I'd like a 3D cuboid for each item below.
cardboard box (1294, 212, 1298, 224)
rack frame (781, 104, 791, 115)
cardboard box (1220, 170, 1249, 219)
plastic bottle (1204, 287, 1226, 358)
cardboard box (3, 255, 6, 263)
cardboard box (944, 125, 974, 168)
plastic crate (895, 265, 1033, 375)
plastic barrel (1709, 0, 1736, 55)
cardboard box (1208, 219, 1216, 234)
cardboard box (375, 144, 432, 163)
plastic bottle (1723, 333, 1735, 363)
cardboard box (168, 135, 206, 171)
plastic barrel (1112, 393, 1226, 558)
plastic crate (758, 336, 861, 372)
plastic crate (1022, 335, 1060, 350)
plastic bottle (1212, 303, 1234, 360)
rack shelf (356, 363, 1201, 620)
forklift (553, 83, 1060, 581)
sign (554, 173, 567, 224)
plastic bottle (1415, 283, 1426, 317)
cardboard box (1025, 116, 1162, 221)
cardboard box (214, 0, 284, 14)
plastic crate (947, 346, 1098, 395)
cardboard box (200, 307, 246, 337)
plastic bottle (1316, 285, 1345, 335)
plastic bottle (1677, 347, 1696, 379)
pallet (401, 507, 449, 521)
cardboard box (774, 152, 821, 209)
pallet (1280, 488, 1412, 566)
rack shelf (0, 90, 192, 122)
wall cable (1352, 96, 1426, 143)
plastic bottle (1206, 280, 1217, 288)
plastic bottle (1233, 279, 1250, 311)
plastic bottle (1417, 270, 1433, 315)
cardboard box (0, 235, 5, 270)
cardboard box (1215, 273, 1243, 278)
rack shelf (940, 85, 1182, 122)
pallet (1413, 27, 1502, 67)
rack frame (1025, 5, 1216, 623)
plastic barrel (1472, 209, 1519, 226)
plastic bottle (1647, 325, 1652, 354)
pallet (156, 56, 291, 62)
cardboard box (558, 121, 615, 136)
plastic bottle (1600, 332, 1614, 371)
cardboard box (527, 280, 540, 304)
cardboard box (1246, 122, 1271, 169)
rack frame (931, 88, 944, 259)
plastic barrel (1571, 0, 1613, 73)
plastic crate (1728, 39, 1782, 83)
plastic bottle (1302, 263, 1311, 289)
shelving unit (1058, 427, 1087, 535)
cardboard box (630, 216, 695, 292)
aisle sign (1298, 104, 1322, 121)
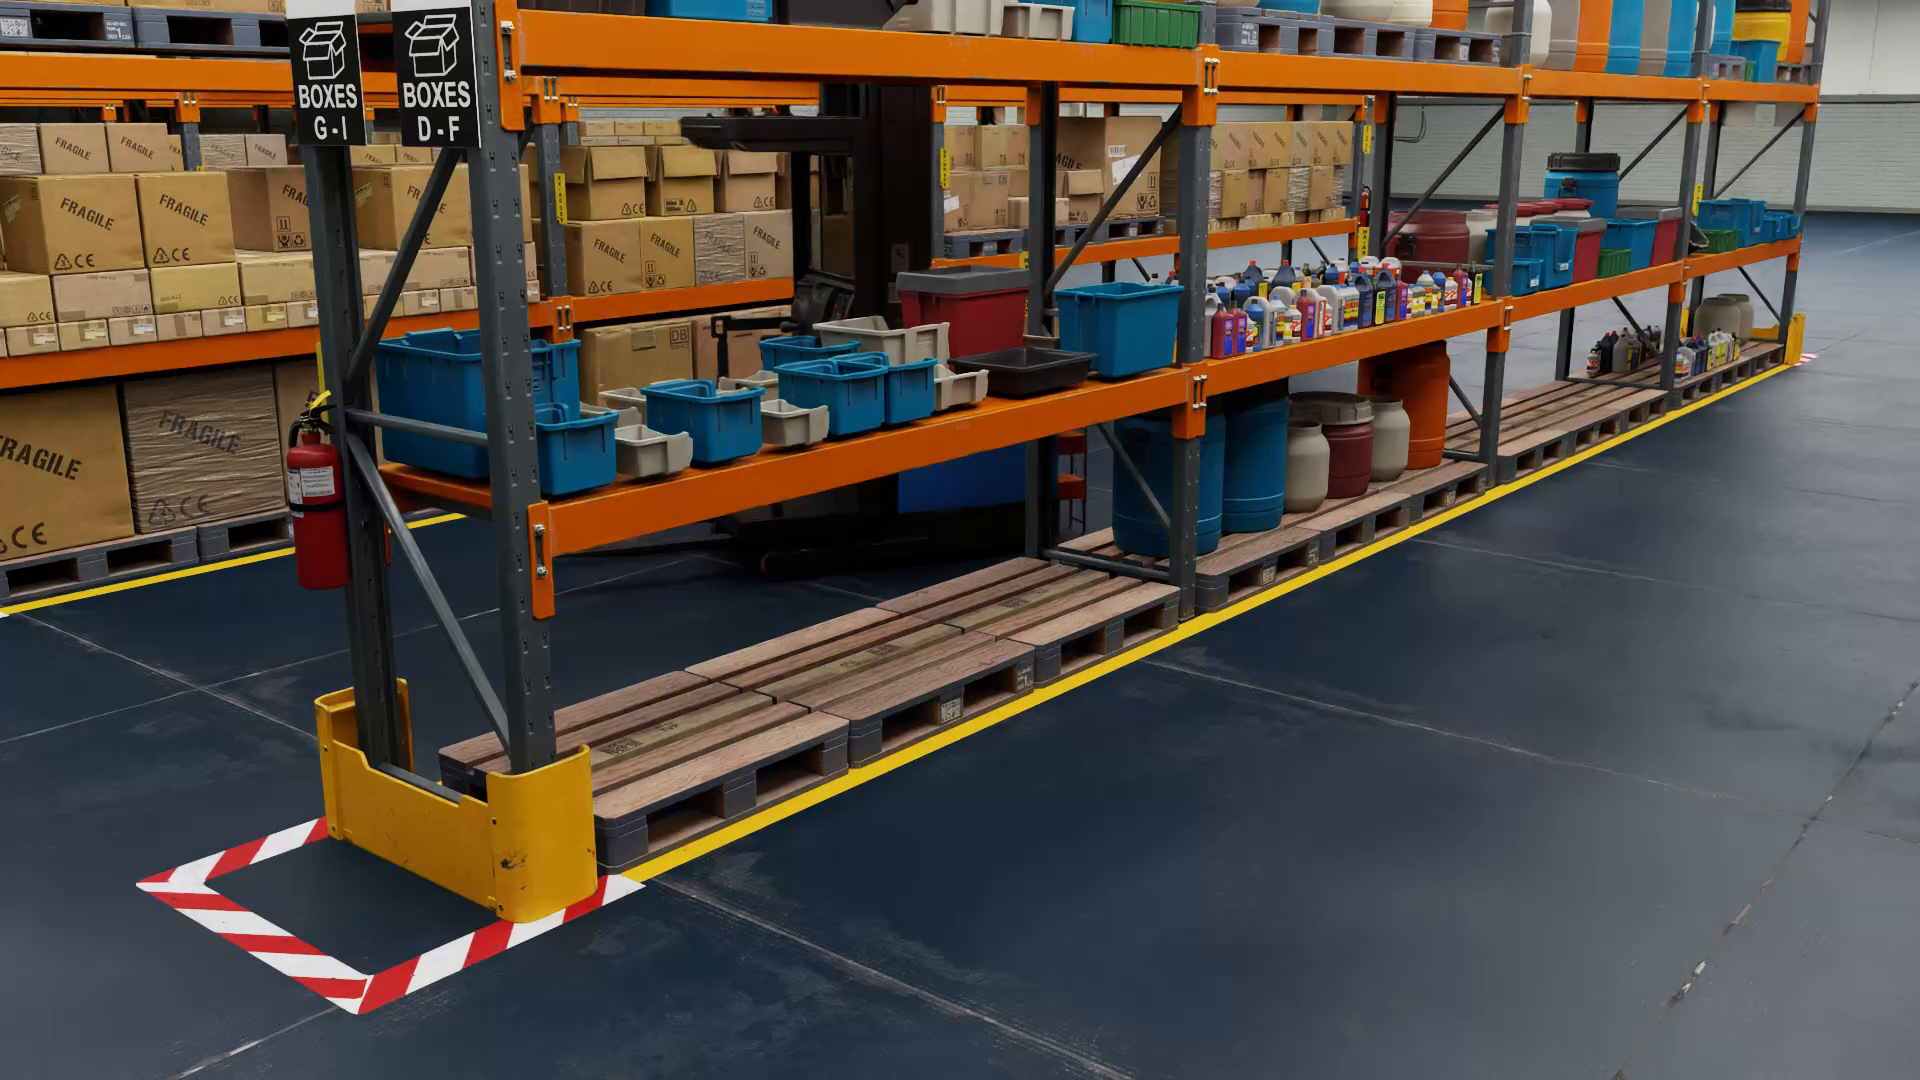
[{"bbox_3d":[3.676,-3.733,19.237,0.380,0.149,0.250,11,18,38],"label":"cardboard box"},{"bbox_3d":[-1.840,-4.205,20.582,1.000,3.000,0.127,11,18,38],"label":"rack frame"},{"bbox_3d":[2.626,-3.777,18.092,0.875,0.500,0.500,11,18,38],"label":"cardboard box"},{"bbox_3d":[1.277,-1.120,8.540,0.144,0.351,0.185,11,18,38],"label":"plastic bottle"},{"bbox_3d":[-7.688,-2.209,13.236,0.380,0.149,0.250,11,18,37],"label":"cardboard box"},{"bbox_3d":[-0.321,-5.296,22.379,0.875,0.550,0.550,11,18,38],"label":"cardboard box"},{"bbox_3d":[0.022,-1.047,7.900,0.402,0.464,0.583,11,18,38],"label":"plastic crate"},{"bbox_3d":[6.515,-4.726,14.669,0.600,0.901,0.708,11,18,38],"label":"plastic barrel"},{"bbox_3d":[2.490,-3.336,17.674,0.380,0.149,0.250,11,18,38],"label":"cardboard box"},{"bbox_3d":[-7.155,-4.835,21.404,0.500,0.500,0.500,12,18,38],"label":"cardboard box"},{"bbox_3d":[7.327,-1.847,15.939,0.152,0.276,0.135,11,18,38],"label":"plastic bottle"},{"bbox_3d":[-9.023,-4.385,19.059,0.500,0.500,0.500,11,18,38],"label":"cardboard box"},{"bbox_3d":[1.133,-0.407,9.042,0.600,0.901,0.708,11,18,38],"label":"plastic barrel"},{"bbox_3d":[-0.644,-0.734,7.138,0.416,0.233,0.300,11,18,38],"label":"plastic crate"},{"bbox_3d":[0.375,-0.953,8.197,0.396,0.136,0.243,11,18,38],"label":"plastic crate"},{"bbox_3d":[1.341,-1.067,8.467,0.061,0.283,0.133,11,18,38],"label":"plastic bottle"},{"bbox_3d":[-0.479,-0.387,7.017,1.077,0.370,4.000,11,18,38],"label":"rack shelf"},{"bbox_3d":[-0.967,-1.340,9.447,3.031,2.935,1.130,-6,15,-23],"label":"forklift"},{"bbox_3d":[-2.642,-2.258,11.000,0.100,0.325,0.005,11,18,38],"label":"sign"},{"bbox_3d":[2.832,-1.489,10.294,0.097,0.201,0.097,0,14,0],"label":"plastic bottle"},{"bbox_3d":[1.346,-3.781,16.845,1.000,1.000,1.000,11,18,38],"label":"cardboard box"},{"bbox_3d":[-4.300,-3.300,9.671,0.700,0.500,0.500,12,19,40],"label":"cardboard box"},{"bbox_3d":[0.284,-0.759,7.455,0.437,0.125,0.590,11,18,38],"label":"plastic crate"},{"bbox_3d":[-4.302,-1.261,9.506,0.380,0.149,0.250,11,18,37],"label":"cardboard box"},{"bbox_3d":[2.093,-1.310,9.441,0.152,0.276,0.135,11,18,38],"label":"plastic bottle"},{"bbox_3d":[6.529,-1.604,14.982,0.152,0.276,0.135,12,19,40],"label":"plastic bottle"},{"bbox_3d":[-3.613,-0.401,11.271,1.003,0.211,1.213,11,18,38],"label":"pallet"},{"bbox_3d":[-1.444,-2.924,13.302,0.797,0.503,0.637,12,18,39],"label":"cardboard box"},{"bbox_3d":[2.062,-0.144,10.259,1.003,0.211,1.213,11,18,38],"label":"pallet"},{"bbox_3d":[-8.126,-3.395,12.762,1.077,0.370,4.000,11,18,38],"label":"rack shelf"},{"bbox_3d":[13.493,-13.998,53.256,3.097,2.526,0.112,11,18,38],"label":"wall cable"},{"bbox_3d":[1.406,-1.377,9.702,0.152,0.276,0.135,11,18,38],"label":"plastic bottle"},{"bbox_3d":[1.660,-1.403,9.816,0.097,0.271,0.097,0,14,0],"label":"plastic bottle"},{"bbox_3d":[2.893,-1.541,10.359,0.097,0.271,0.097,0,14,0],"label":"plastic bottle"},{"bbox_3d":[-5.486,-1.688,8.855,0.500,0.500,0.500,12,18,38],"label":"cardboard box"},{"bbox_3d":[3.305,-2.822,19.363,0.500,0.500,0.500,14,20,43],"label":"cardboard box"},{"bbox_3d":[0.697,-4.140,15.695,1.077,0.370,4.000,11,18,38],"label":"rack shelf"},{"bbox_3d":[2.735,-3.116,10.588,1.003,0.211,1.213,11,18,38],"label":"pallet"},{"bbox_3d":[0.778,-1.119,8.436,1.000,3.000,0.127,11,18,38],"label":"rack frame"},{"bbox_3d":[4.037,-2.250,12.661,0.421,0.512,0.421,0,14,0],"label":"plastic barrel"},{"bbox_3d":[6.782,-1.974,16.426,0.061,0.283,0.133,12,18,38],"label":"plastic bottle"},{"bbox_3d":[-6.398,-4.137,14.605,1.213,0.211,1.003,11,18,38],"label":"pallet"},{"bbox_3d":[-5.309,-5.679,23.548,0.700,0.500,0.500,11,18,37],"label":"cardboard box"},{"bbox_3d":[5.987,-1.748,15.400,0.144,0.351,0.185,11,18,36],"label":"plastic bottle"},{"bbox_3d":[-3.011,-1.655,11.055,0.380,0.149,0.250,11,18,38],"label":"cardboard box"},{"bbox_3d":[3.062,-4.333,18.251,0.500,0.500,0.500,11,18,38],"label":"cardboard box"},{"bbox_3d":[-0.560,-2.652,14.469,1.000,3.000,0.127,11,18,38],"label":"rack frame"},{"bbox_3d":[4.388,-3.796,12.009,0.600,0.830,0.708,11,18,38],"label":"plastic barrel"},{"bbox_3d":[7.356,-4.451,15.494,0.392,0.384,0.575,11,18,38],"label":"plastic crate"},{"bbox_3d":[2.213,-1.644,10.740,0.061,0.283,0.133,11,18,38],"label":"plastic bottle"},{"bbox_3d":[0.617,-0.549,10.153,0.252,1.050,0.215,-6,15,-23],"label":"shelving unit"},{"bbox_3d":[-2.275,-2.080,12.015,0.500,0.500,0.500,11,18,38],"label":"cardboard box"},{"bbox_3d":[4.274,-5.502,20.409,0.394,0.787,0.004,11,18,38],"label":"aisle sign"}]
